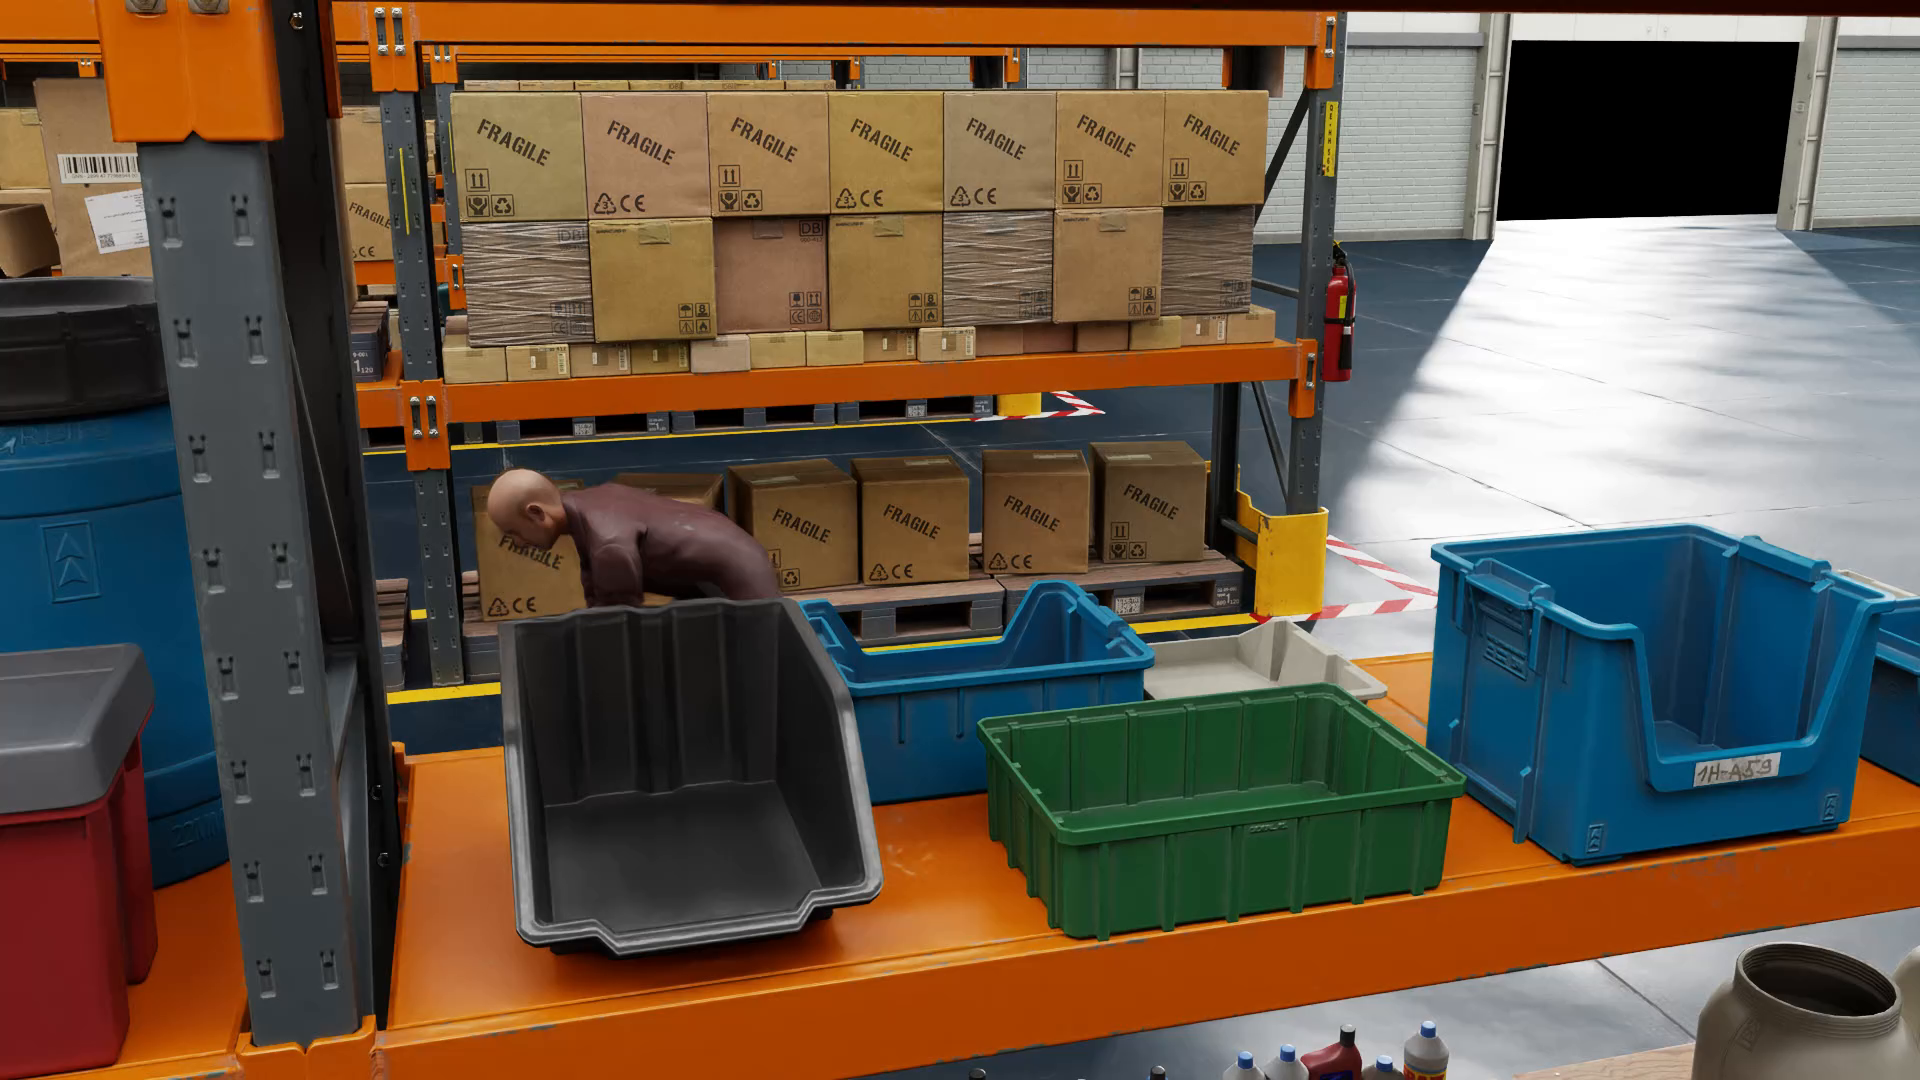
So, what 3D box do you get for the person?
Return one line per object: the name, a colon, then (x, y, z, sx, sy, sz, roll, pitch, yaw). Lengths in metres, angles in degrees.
person: (-1.017, 0.412, 5.352, 0.891, 1.370, 0.547, -5, 16, -17)
